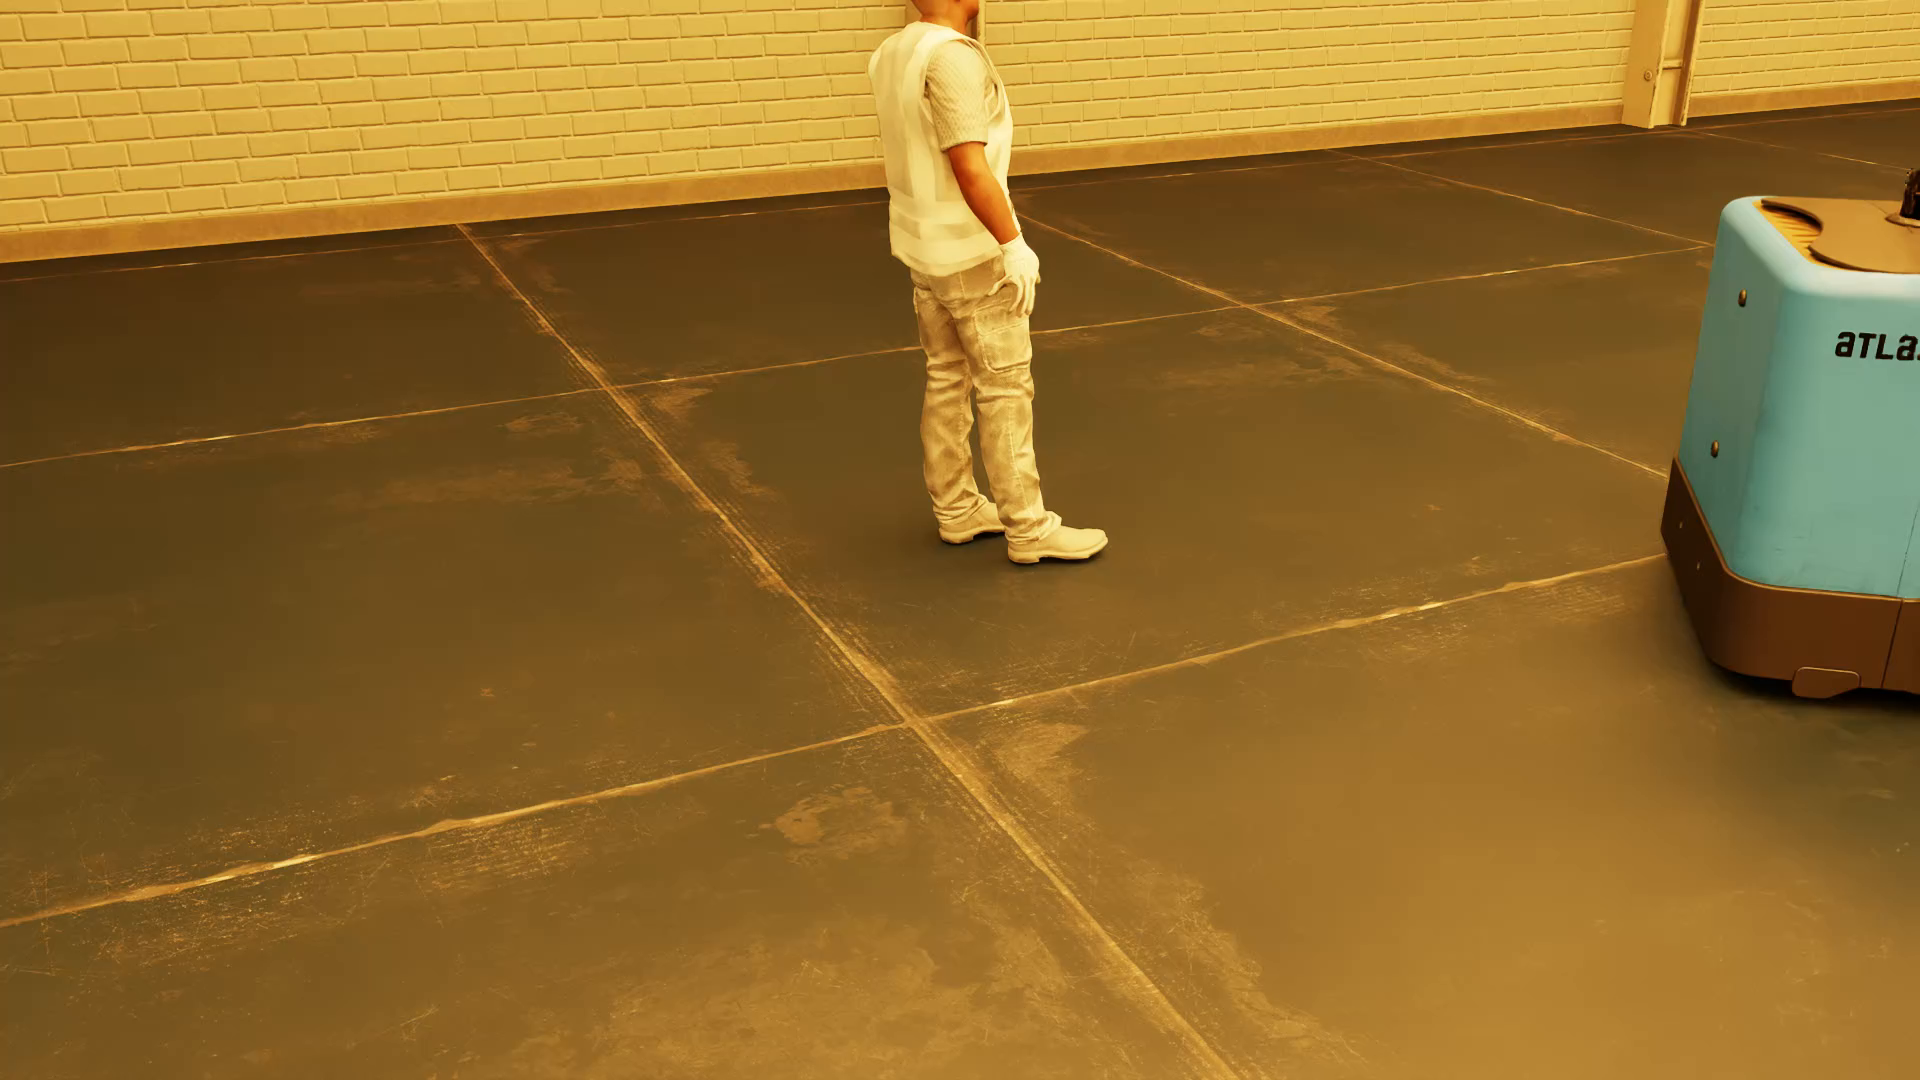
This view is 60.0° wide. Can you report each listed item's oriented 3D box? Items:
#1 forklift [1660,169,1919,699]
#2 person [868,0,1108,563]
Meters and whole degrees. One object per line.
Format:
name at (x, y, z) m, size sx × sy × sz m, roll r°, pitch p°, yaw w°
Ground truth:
forklift at (3.466, -1.014, 3.728) m, size 3.031 × 2.935 × 1.130 m, roll 5°, pitch 23°, yaw 13°
person at (0.068, -0.839, 4.783) m, size 0.577 × 1.781 × 0.656 m, roll -10°, pitch 25°, yaw -23°
